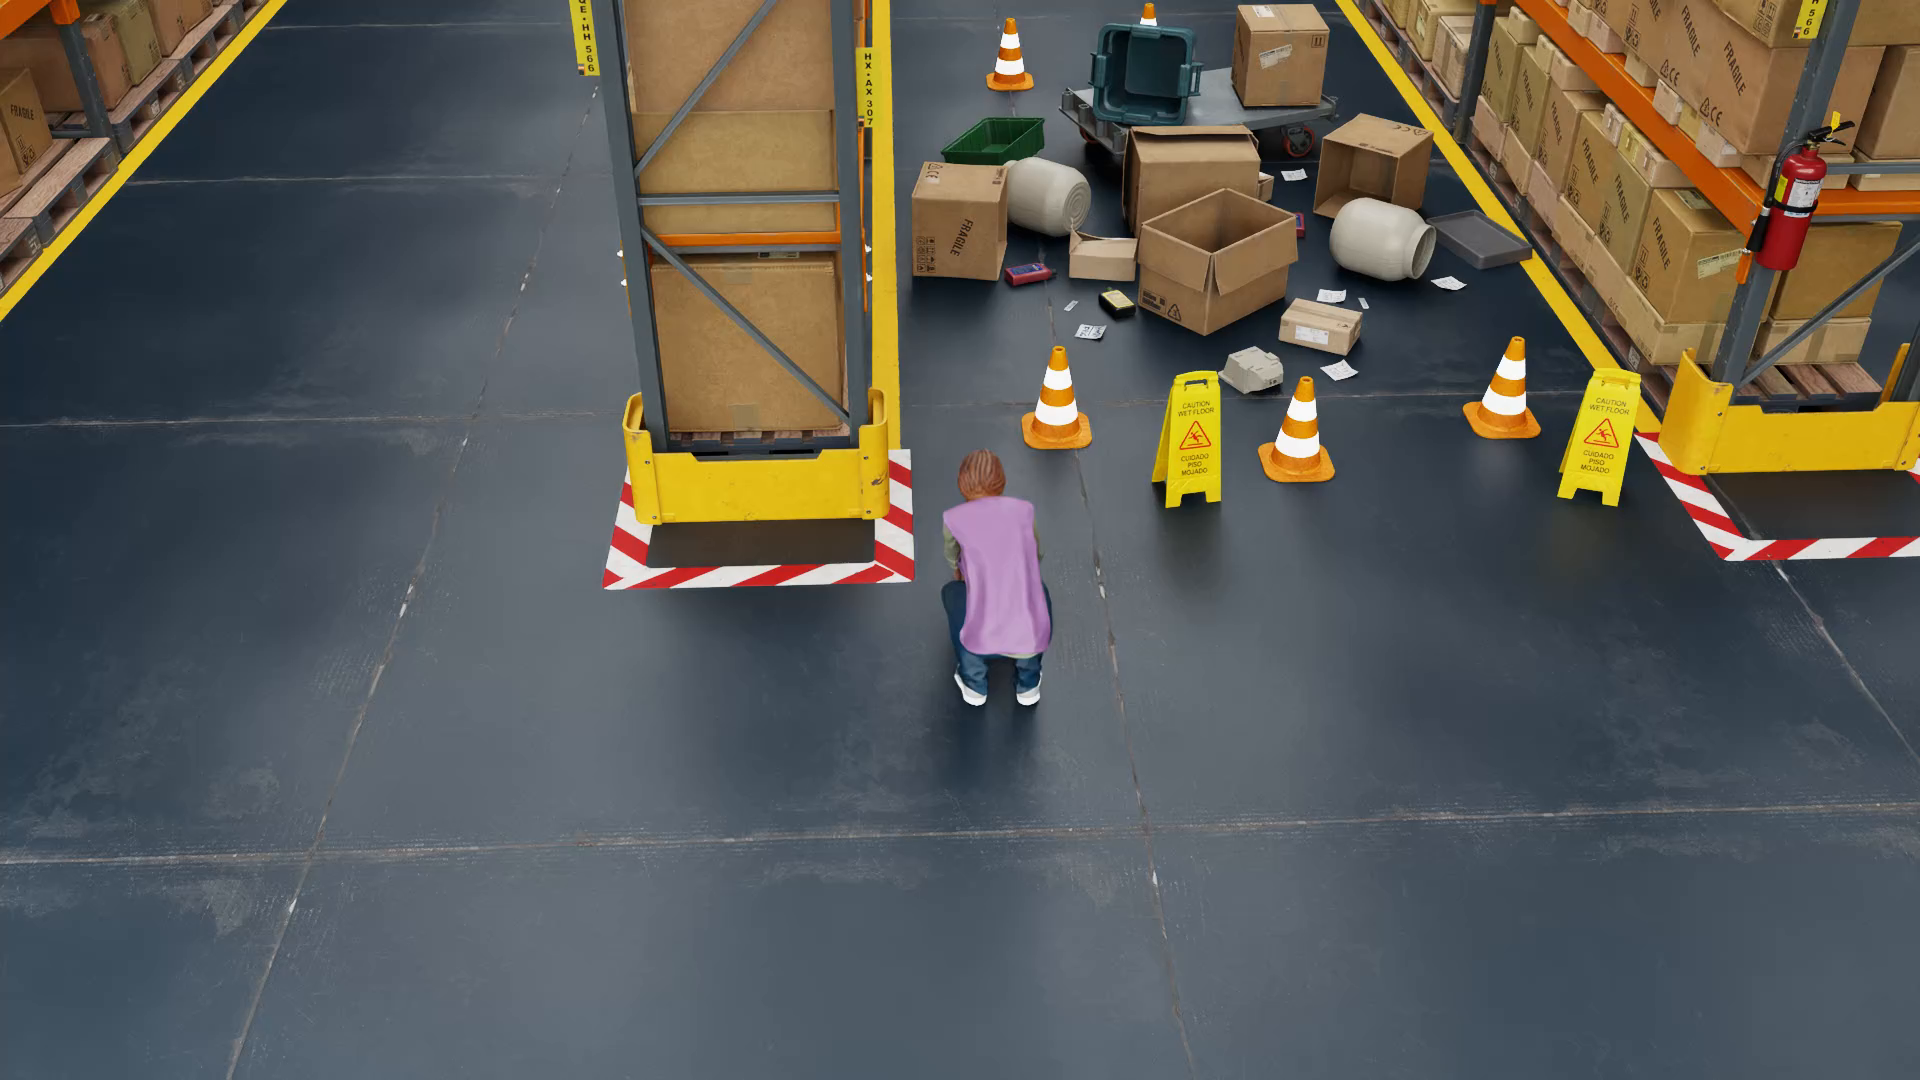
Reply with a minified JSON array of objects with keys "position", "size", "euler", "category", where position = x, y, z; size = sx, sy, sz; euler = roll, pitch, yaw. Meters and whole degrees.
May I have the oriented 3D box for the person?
[{"position":[0.144,0.147,6.553],"size":[0.431,0.905,0.825],"euler":[-2,36,-3],"category":"person"}]
